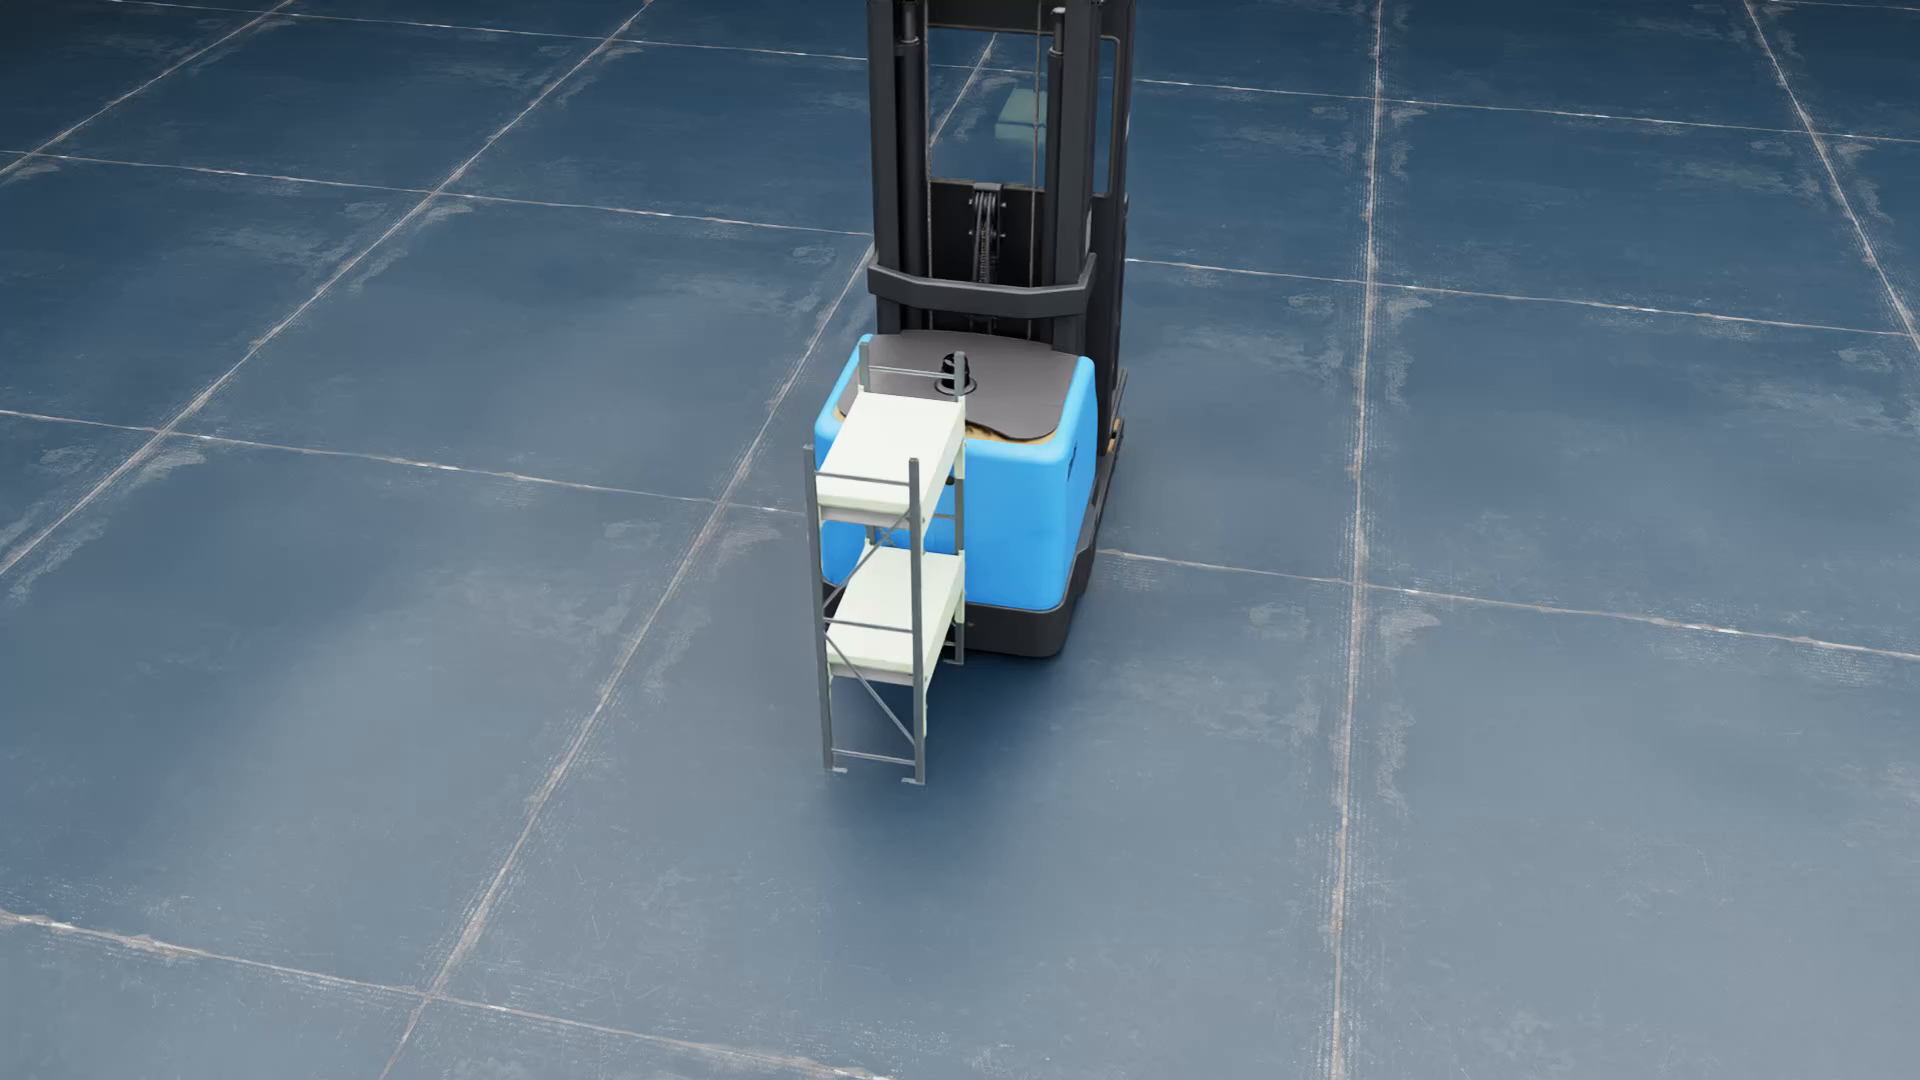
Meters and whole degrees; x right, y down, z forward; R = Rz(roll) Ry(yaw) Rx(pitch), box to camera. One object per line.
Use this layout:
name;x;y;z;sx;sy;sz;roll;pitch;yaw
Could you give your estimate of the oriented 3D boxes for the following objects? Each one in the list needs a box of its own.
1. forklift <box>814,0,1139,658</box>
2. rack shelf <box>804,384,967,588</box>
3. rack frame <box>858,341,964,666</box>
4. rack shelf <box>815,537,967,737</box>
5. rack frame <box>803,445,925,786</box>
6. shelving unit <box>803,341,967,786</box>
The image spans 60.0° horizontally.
forklift;0.214;-1.558;7.402;1.130;2.935;3.031;7;37;10
rack shelf;-0.257;-0.211;6.099;0.431;0.370;0.720;7;37;10
rack frame;-0.181;-0.105;6.618;0.400;1.500;0.023;7;37;10
rack shelf;-0.257;0.369;6.519;0.431;0.370;0.720;7;37;10
rack frame;-0.333;0.315;6.038;0.400;1.500;0.023;7;37;10
shelving unit;-0.257;0.105;6.328;0.431;1.500;0.755;7;37;10
